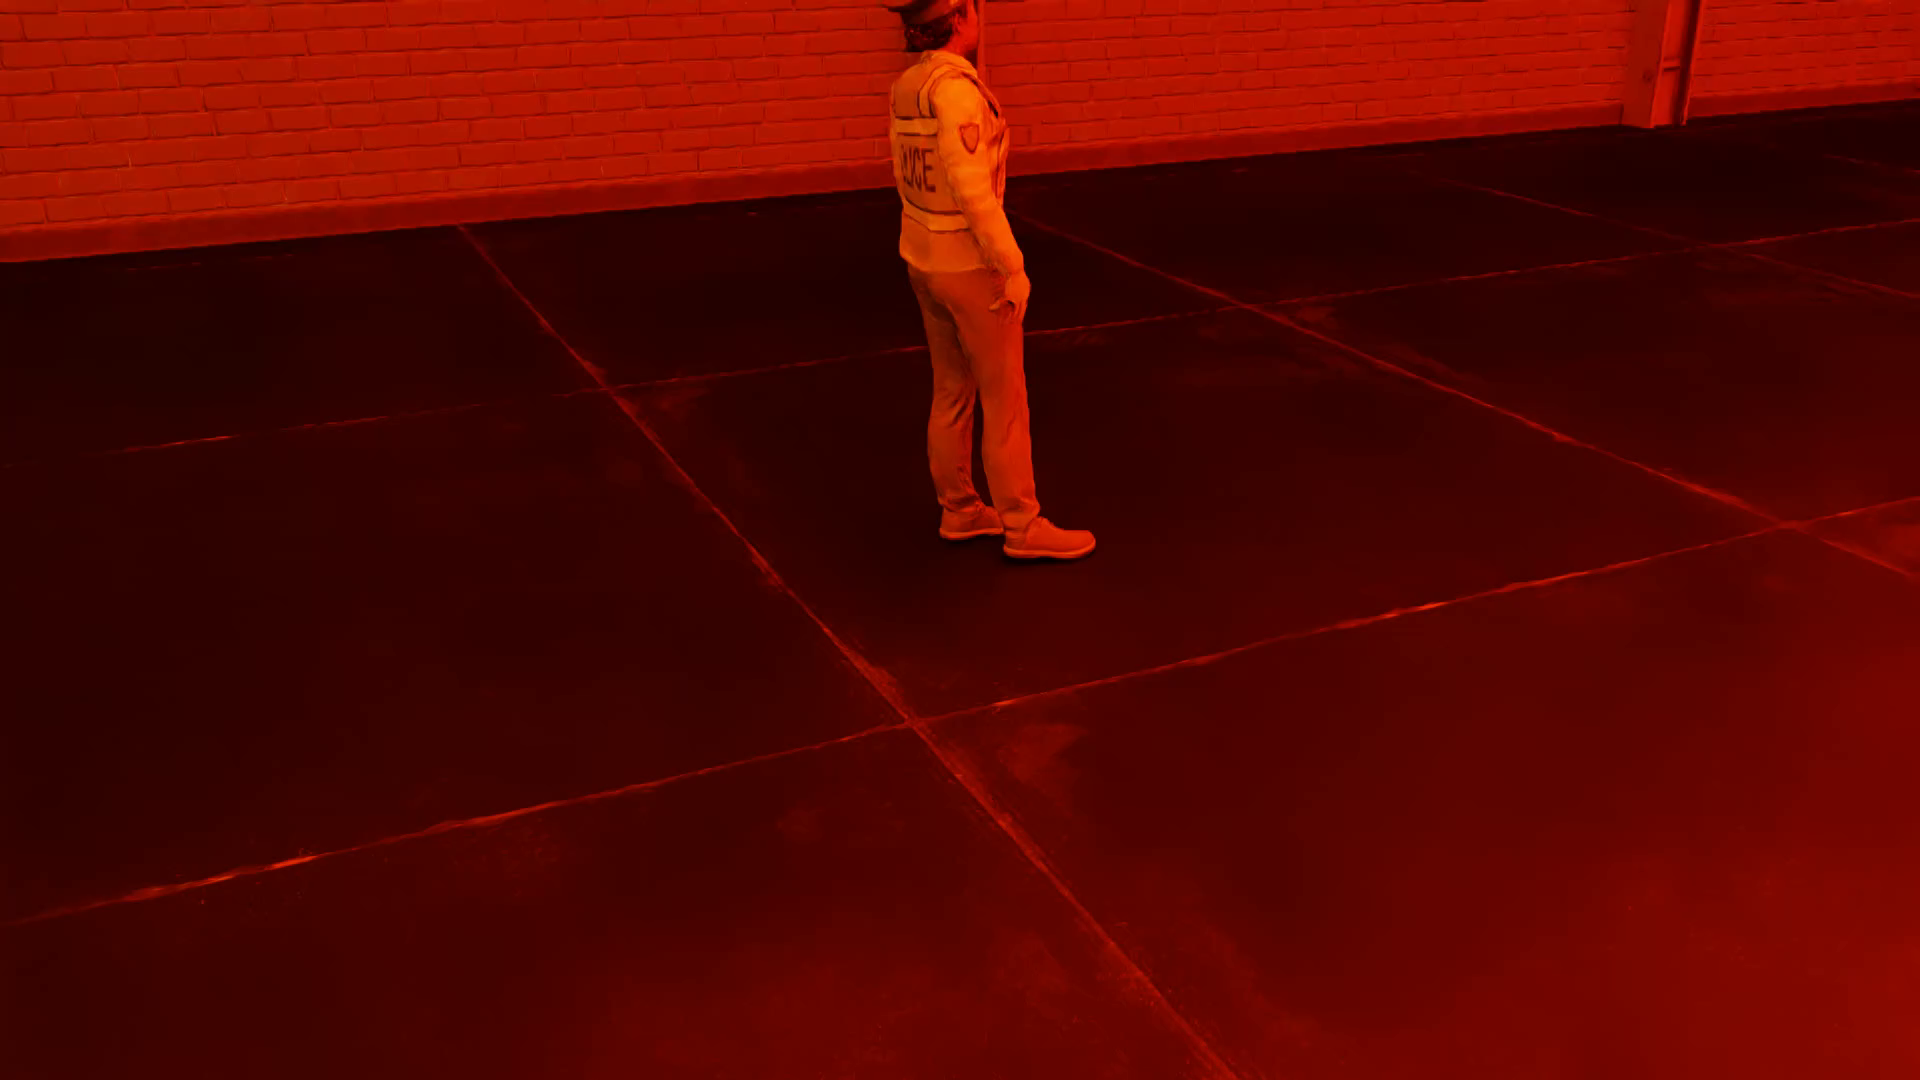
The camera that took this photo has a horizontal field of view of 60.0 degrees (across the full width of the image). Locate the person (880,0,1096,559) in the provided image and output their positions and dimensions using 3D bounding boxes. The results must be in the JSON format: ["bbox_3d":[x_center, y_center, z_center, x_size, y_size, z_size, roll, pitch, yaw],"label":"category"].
[{"bbox_3d":[0.064,-0.798,4.799,0.533,1.695,0.586,-10,25,-23],"label":"person"}]
